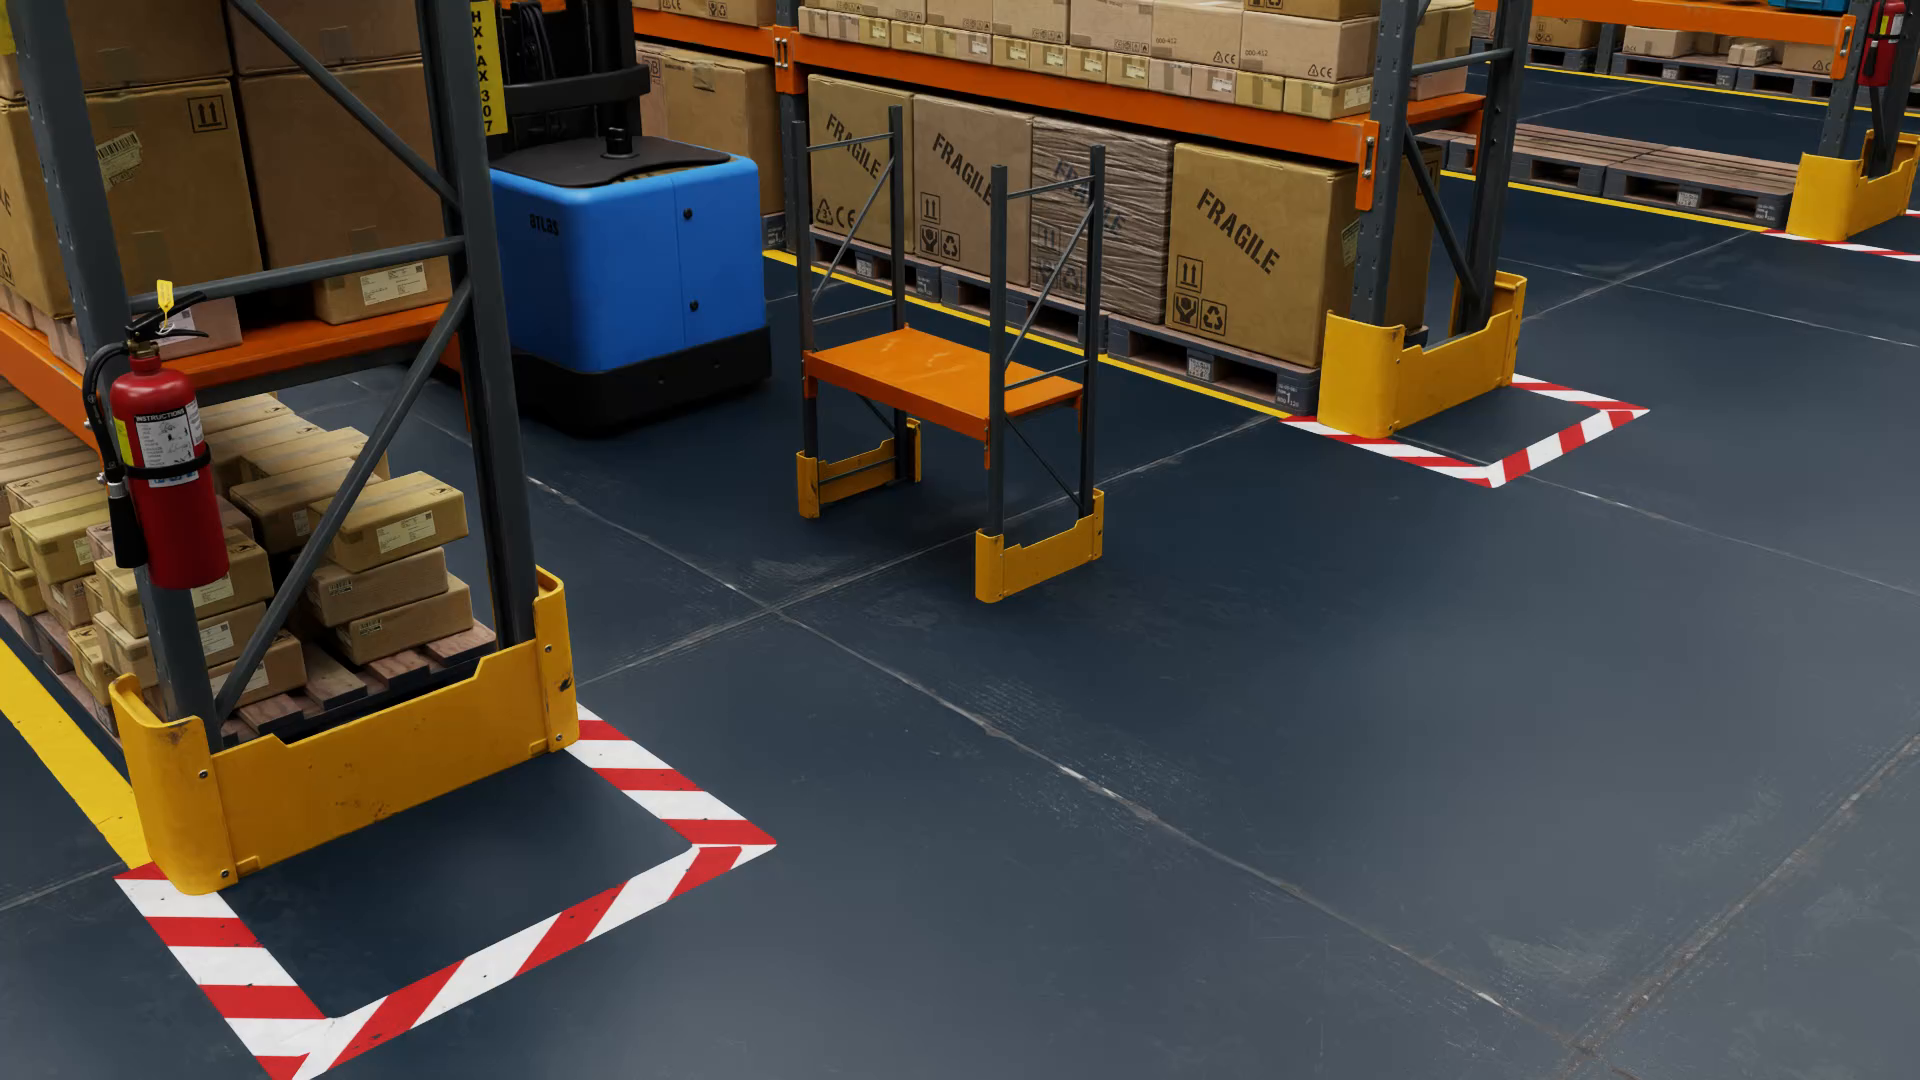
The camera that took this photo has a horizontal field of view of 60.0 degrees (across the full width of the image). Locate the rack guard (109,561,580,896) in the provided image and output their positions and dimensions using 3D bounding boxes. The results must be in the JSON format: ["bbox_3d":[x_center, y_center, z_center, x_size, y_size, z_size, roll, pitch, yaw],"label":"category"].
[{"bbox_3d":[-1.652,0.476,4.604,1.175,0.500,0.348,-21,32,-38],"label":"rack guard"}]

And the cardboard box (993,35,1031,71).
[{"bbox_3d":[0.382,-2.456,8.323,0.380,0.149,0.250,-22,33,-40],"label":"cardboard box"}]

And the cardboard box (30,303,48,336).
[{"bbox_3d":[-2.171,-0.628,4.316,0.380,0.149,0.250,-21,32,-39],"label":"cardboard box"}]

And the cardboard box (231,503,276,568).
[{"bbox_3d":[-2.148,-0.047,5.309,0.380,0.149,0.250,-21,32,-38],"label":"cardboard box"}]

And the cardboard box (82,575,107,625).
[{"bbox_3d":[-2.308,0.159,4.857,0.380,0.149,0.250,-22,33,-40],"label":"cardboard box"}]

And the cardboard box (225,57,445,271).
[{"bbox_3d":[-1.705,-1.033,4.422,0.500,0.500,0.500,-19,31,-36],"label":"cardboard box"}]

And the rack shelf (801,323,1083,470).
[{"bbox_3d":[-0.058,-0.545,6.070,0.538,0.185,1.000,-21,32,-38],"label":"rack shelf"}]

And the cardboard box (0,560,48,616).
[{"bbox_3d":[-2.877,0.084,5.382,0.250,0.149,0.380,22,33,39],"label":"cardboard box"}]

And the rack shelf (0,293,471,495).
[{"bbox_3d":[-2.967,-0.917,5.512,1.077,0.370,4.000,-21,32,-38],"label":"rack shelf"}]

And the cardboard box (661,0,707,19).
[{"bbox_3d":[-1.496,-3.488,10.161,0.500,0.500,0.500,-20,31,-37],"label":"cardboard box"}]

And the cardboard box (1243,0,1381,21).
[{"bbox_3d":[1.565,-2.496,7.025,0.500,0.500,0.500,-21,32,-38],"label":"cardboard box"}]

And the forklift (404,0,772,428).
[{"bbox_3d":[-2.280,-2.333,7.833,3.031,2.935,1.130,22,33,40],"label":"forklift"}]

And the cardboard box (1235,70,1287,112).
[{"bbox_3d":[1.427,-1.993,7.307,0.380,0.149,0.250,-21,32,-38],"label":"cardboard box"}]

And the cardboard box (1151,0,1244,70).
[{"bbox_3d":[1.219,-2.307,7.515,0.500,0.250,0.500,-22,32,-39],"label":"cardboard box"}]

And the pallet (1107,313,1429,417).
[{"bbox_3d":[1.486,-0.966,8.113,1.003,0.211,1.213,-21,32,-38],"label":"pallet"}]

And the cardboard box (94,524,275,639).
[{"bbox_3d":[-2.146,0.109,4.609,0.380,0.149,0.250,-21,32,-38],"label":"cardboard box"}]

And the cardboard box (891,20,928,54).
[{"bbox_3d":[-0.144,-2.690,8.834,0.380,0.149,0.250,-22,33,-40],"label":"cardboard box"}]

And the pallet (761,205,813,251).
[{"bbox_3d":[-1.226,-2.170,10.752,1.003,0.211,1.213,-21,32,-38],"label":"pallet"}]

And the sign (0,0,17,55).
[{"bbox_3d":[-2.018,-1.157,3.397,0.100,0.325,0.005,-21,32,-38],"label":"sign"}]

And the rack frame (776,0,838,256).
[{"bbox_3d":[-0.644,-3.226,9.708,1.000,3.000,0.127,-21,32,-38],"label":"rack frame"}]

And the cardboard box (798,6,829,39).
[{"bbox_3d":[-0.685,-2.928,9.357,0.380,0.149,0.250,-21,32,-38],"label":"cardboard box"}]

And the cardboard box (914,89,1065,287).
[{"bbox_3d":[0.364,-1.955,8.976,0.875,0.875,0.875,-21,32,-38],"label":"cardboard box"}]

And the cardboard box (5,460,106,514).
[{"bbox_3d":[-2.677,-0.122,5.116,0.250,0.149,0.380,22,33,40],"label":"cardboard box"}]

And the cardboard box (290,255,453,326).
[{"bbox_3d":[-1.582,-0.715,4.505,0.380,0.149,0.250,-22,32,-39],"label":"cardboard box"}]

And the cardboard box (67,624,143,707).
[{"bbox_3d":[-2.361,0.319,4.867,0.380,0.149,0.250,-20,31,-37],"label":"cardboard box"}]

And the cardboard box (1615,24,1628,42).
[{"bbox_3d":[6.437,-5.314,16.766,0.500,0.500,0.500,22,33,39],"label":"cardboard box"}]

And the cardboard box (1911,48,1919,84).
[{"bbox_3d":[8.145,-4.164,14.546,0.500,0.250,0.500,-21,32,-38],"label":"cardboard box"}]

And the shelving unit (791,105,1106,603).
[{"bbox_3d":[-0.052,-0.705,5.989,0.587,1.500,1.083,-21,32,-38],"label":"shelving unit"}]

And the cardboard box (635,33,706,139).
[{"bbox_3d":[-1.707,-2.909,11.067,0.875,0.875,1.225,22,33,40],"label":"cardboard box"}]

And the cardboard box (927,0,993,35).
[{"bbox_3d":[0.180,-2.769,8.529,0.500,0.250,0.500,-20,31,-37],"label":"cardboard box"}]

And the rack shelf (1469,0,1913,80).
[{"bbox_3d":[4.338,-3.698,11.609,1.077,0.370,4.000,-21,32,-38],"label":"rack shelf"}]

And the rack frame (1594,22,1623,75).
[{"bbox_3d":[6.590,-6.035,15.866,1.000,3.000,0.127,-21,32,-38],"label":"rack frame"}]

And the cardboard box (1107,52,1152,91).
[{"bbox_3d":[0.907,-2.224,7.813,0.380,0.149,0.250,-22,33,-40],"label":"cardboard box"}]

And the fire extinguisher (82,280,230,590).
[{"bbox_3d":[-1.764,-0.226,3.673,0.296,0.674,0.183,-21,32,-38],"label":"fire extinguisher"}]

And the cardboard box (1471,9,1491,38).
[{"bbox_3d":[5.369,-5.471,17.109,0.500,0.500,0.500,-21,32,-38],"label":"cardboard box"}]

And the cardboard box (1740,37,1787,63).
[{"bbox_3d":[7.699,-4.693,15.632,0.500,0.311,0.500,-21,32,-38],"label":"cardboard box"}]

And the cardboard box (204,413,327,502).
[{"bbox_3d":[-2.295,-0.271,5.443,0.250,0.149,0.380,22,32,39],"label":"cardboard box"}]

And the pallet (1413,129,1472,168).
[{"bbox_3d":[3.502,-3.151,12.902,1.003,0.211,1.213,-21,32,-38],"label":"pallet"}]

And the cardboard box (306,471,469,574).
[{"bbox_3d":[-1.710,-0.058,4.975,0.250,0.149,0.380,22,32,39],"label":"cardboard box"}]

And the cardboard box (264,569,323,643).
[{"bbox_3d":[-1.963,0.162,5.209,0.380,0.149,0.250,-21,32,-39],"label":"cardboard box"}]

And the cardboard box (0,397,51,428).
[{"bbox_3d":[-3.200,-0.371,5.660,0.380,0.149,0.250,-21,32,-38],"label":"cardboard box"}]

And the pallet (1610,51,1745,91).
[{"bbox_3d":[7.058,-4.558,15.988,1.003,0.211,1.213,-21,32,-38],"label":"pallet"}]

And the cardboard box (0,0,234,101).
[{"bbox_3d":[-2.094,-1.342,3.894,0.500,0.500,0.500,-22,33,-39],"label":"cardboard box"}]
